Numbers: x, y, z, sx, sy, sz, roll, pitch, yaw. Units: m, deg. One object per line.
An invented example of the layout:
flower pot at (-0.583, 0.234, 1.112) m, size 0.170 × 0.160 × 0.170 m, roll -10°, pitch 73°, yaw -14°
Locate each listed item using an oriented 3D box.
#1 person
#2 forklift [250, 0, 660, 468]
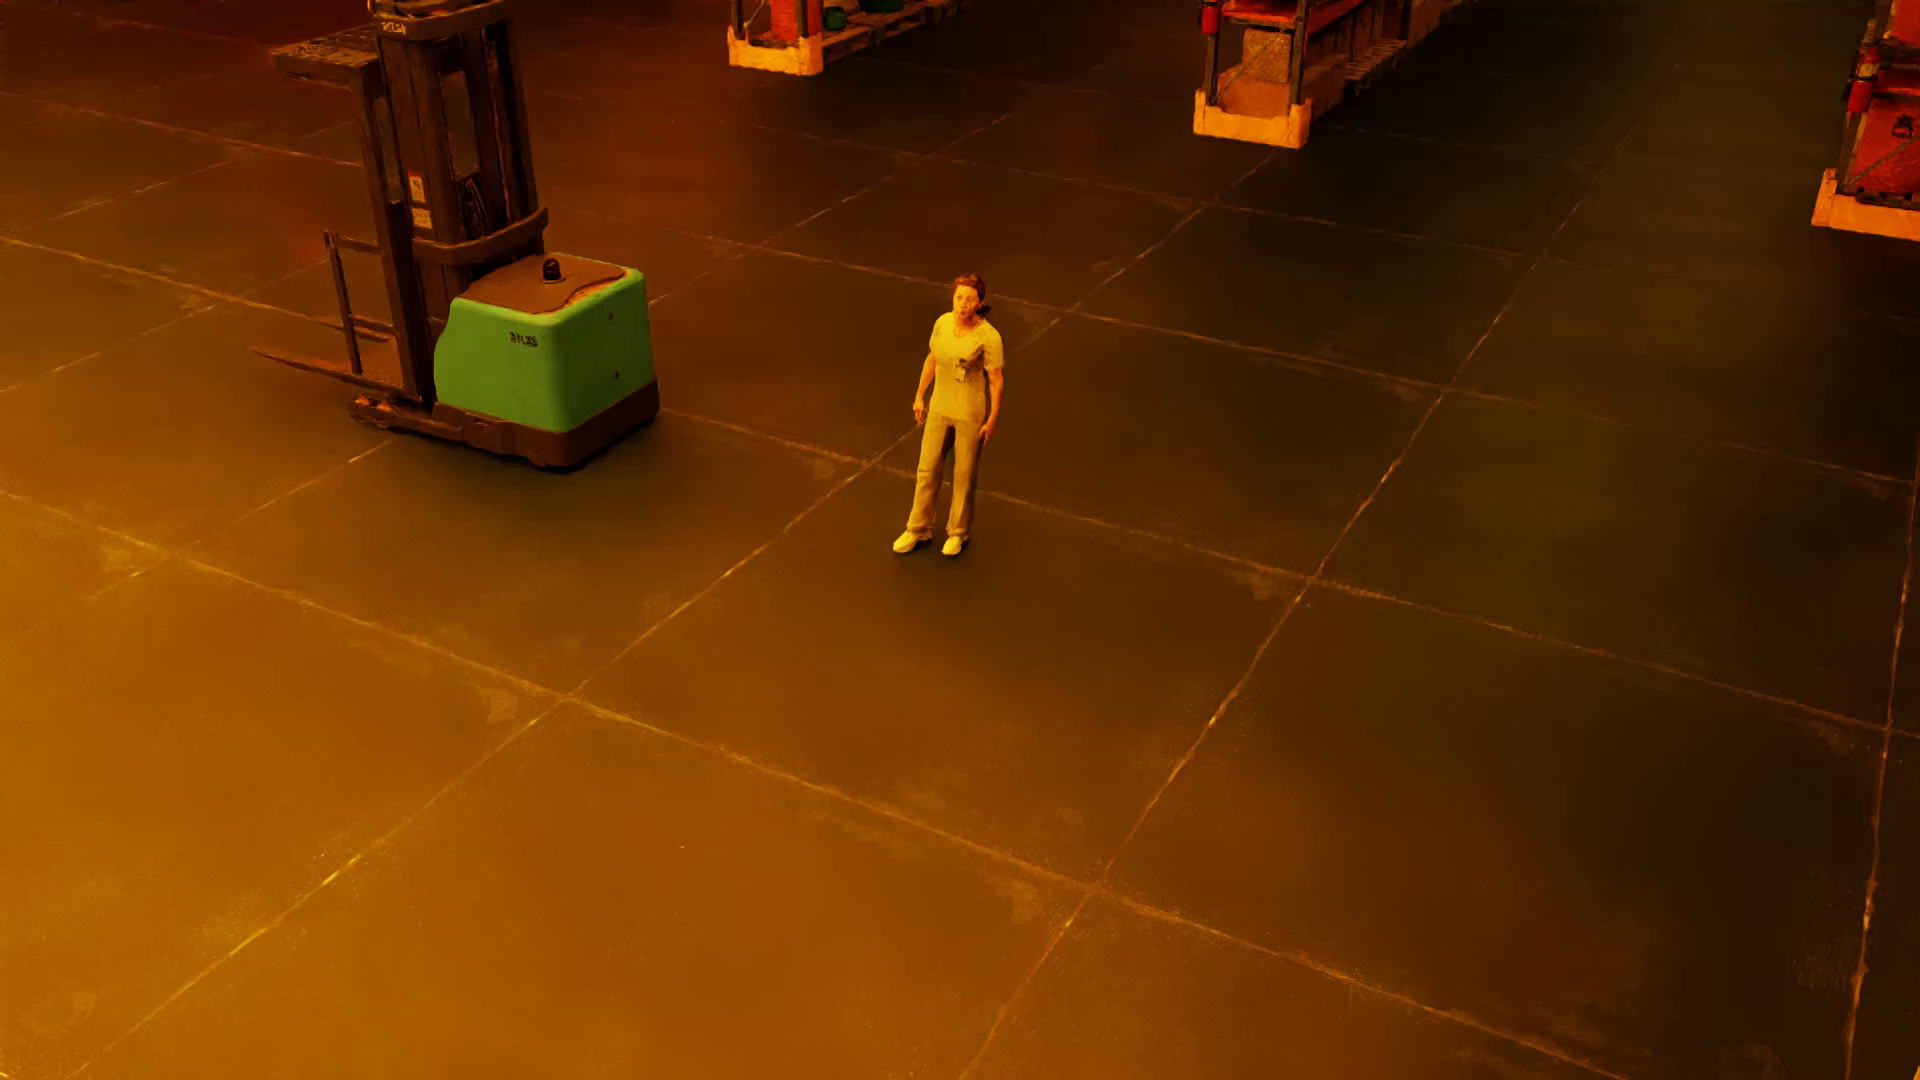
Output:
person at (-0.047, -0.703, 9.530) m, size 0.550 × 1.674 × 0.548 m, roll 15°, pitch 33°, yaw 25°
forklift at (-3.608, -2.249, 10.967) m, size 3.031 × 2.935 × 1.130 m, roll 15°, pitch 33°, yaw 24°
